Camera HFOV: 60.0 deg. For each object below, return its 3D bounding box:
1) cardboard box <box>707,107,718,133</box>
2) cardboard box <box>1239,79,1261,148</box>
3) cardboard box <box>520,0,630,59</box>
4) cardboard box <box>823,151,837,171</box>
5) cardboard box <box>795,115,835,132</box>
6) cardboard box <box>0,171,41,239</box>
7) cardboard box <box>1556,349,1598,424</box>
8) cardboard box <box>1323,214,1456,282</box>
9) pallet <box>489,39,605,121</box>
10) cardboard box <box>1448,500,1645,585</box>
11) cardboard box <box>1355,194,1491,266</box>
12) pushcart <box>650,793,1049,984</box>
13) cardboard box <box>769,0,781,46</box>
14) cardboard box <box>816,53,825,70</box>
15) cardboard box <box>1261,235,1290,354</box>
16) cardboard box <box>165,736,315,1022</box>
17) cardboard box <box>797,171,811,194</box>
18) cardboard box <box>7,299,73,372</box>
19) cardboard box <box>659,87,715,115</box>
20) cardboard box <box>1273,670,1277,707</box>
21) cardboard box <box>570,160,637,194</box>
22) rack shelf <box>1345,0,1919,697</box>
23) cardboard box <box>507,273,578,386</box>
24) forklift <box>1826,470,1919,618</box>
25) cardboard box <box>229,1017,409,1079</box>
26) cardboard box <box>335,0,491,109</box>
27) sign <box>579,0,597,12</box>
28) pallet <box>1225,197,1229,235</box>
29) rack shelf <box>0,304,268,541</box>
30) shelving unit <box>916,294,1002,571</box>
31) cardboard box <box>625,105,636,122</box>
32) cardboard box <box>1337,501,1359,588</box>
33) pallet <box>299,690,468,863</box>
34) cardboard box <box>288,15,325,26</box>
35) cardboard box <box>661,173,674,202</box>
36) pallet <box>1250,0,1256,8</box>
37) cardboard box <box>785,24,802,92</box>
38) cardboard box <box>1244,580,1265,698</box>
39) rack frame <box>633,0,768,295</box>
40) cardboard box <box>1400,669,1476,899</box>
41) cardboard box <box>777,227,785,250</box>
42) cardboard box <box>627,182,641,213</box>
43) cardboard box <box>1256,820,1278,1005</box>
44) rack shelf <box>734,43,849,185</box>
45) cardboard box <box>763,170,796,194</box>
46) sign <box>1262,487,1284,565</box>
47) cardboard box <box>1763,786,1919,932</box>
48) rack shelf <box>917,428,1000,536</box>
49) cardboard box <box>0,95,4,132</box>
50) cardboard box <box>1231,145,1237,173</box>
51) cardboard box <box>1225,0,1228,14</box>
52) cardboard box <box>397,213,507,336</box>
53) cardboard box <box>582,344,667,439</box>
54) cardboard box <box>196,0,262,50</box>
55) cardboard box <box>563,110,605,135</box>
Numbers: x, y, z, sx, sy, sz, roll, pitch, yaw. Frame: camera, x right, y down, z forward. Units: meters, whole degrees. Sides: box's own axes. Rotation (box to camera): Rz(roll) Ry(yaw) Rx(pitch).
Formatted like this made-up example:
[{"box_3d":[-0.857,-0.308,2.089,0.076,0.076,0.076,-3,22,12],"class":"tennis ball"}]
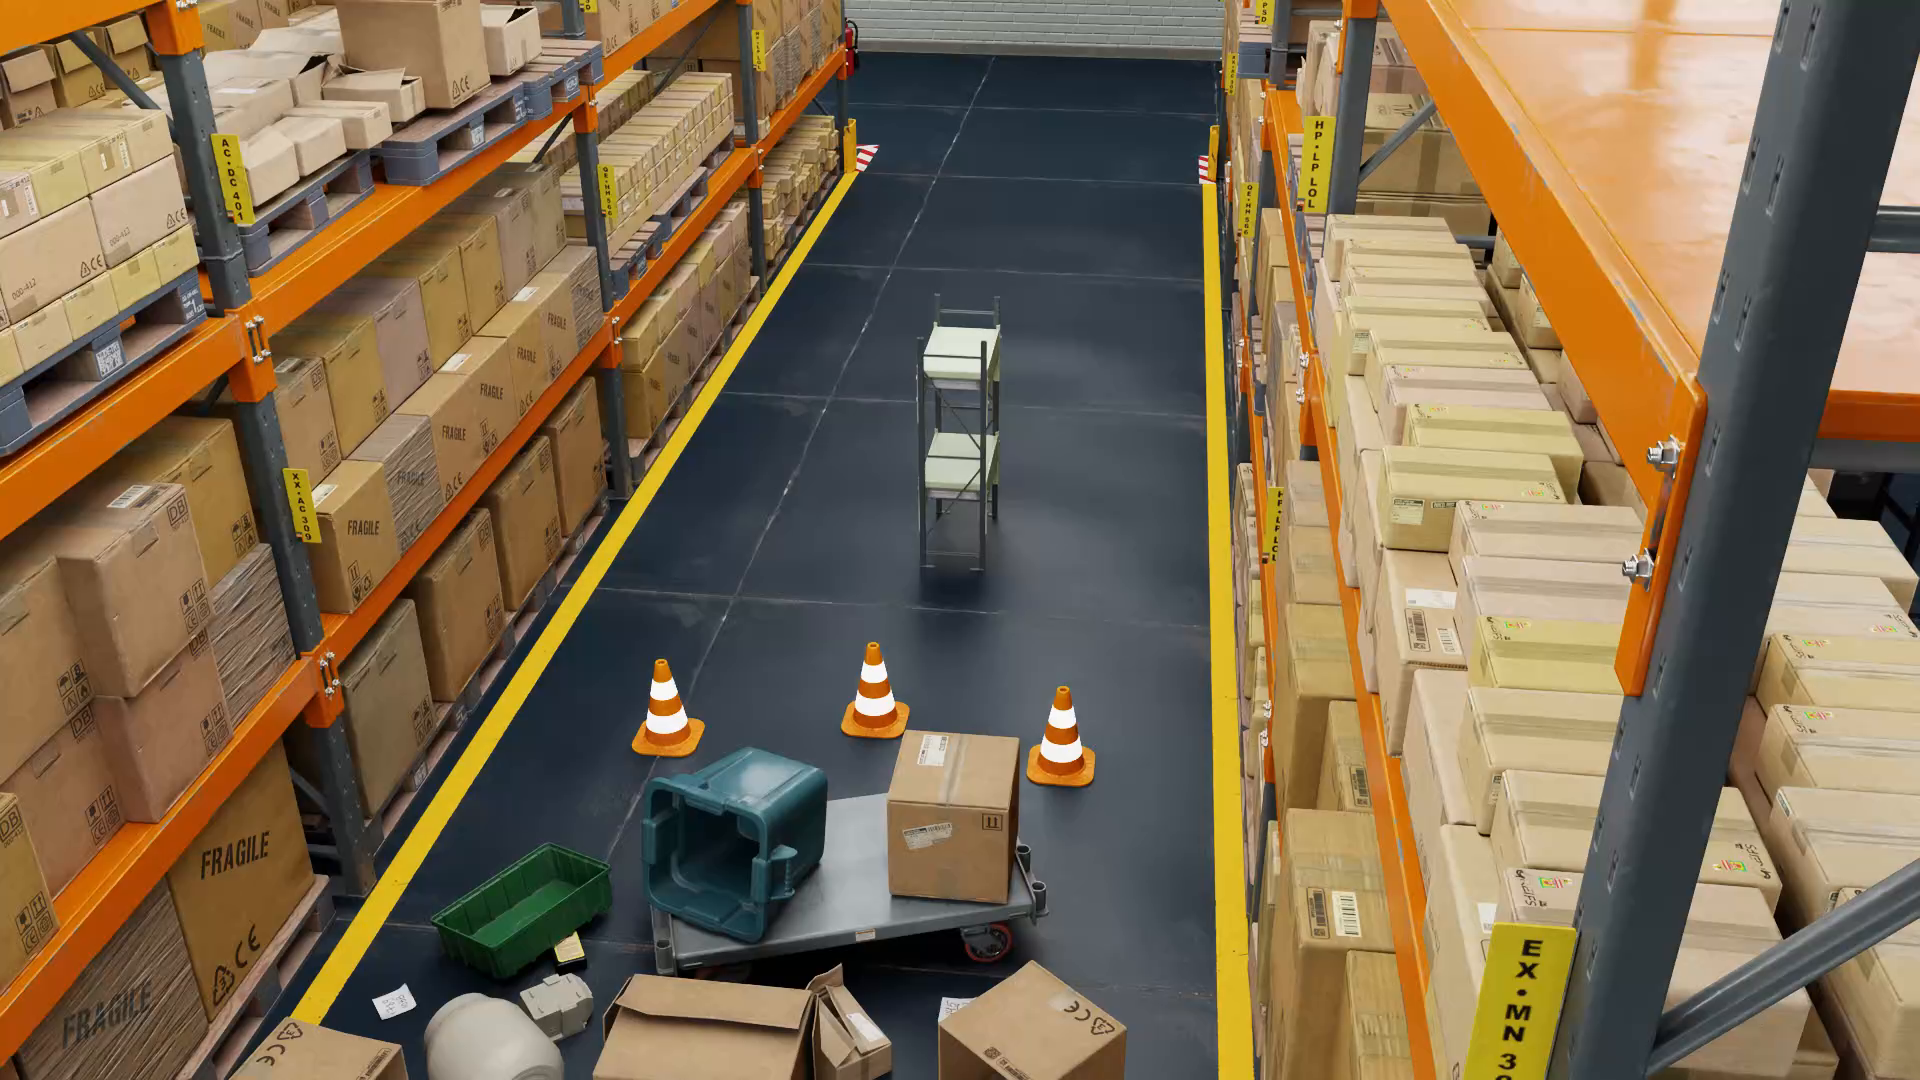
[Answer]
[{"box_3d":[-2.112,-3.282,12.980,0.380,0.149,0.250,5,29,8],"class":"cardboard box"},{"box_3d":[2.292,-3.093,11.961,0.500,0.500,0.500,3,28,5],"class":"cardboard box"},{"box_3d":[-2.351,-3.251,10.147,0.500,0.500,0.500,3,28,6],"class":"cardboard box"},{"box_3d":[-1.494,-3.942,17.260,0.380,0.149,0.250,4,29,8],"class":"cardboard box"},{"box_3d":[-1.518,-4.327,17.347,0.380,0.149,0.250,4,29,7],"class":"cardboard box"},{"box_3d":[-2.997,-0.995,4.940,0.380,0.149,0.250,4,29,7],"class":"cardboard box"},{"box_3d":[1.815,-0.418,4.418,0.380,0.149,0.250,3,28,5],"class":"cardboard box"},{"box_3d":[1.387,-0.942,5.390,0.380,0.149,0.250,3,28,5],"class":"cardboard box"},{"box_3d":[-2.712,-2.565,9.177,1.213,0.211,1.003,5,29,9],"class":"pallet"},{"box_3d":[1.268,0.042,3.563,0.380,0.149,0.250,3,28,5],"class":"cardboard box"},{"box_3d":[1.677,-1.233,6.222,0.500,0.250,0.500,3,28,5],"class":"cardboard box"},{"box_3d":[-0.519,1.535,7.295,1.648,0.377,0.936,-6,29,-11],"class":"pushcart"},{"box_3d":[-1.850,-4.575,14.398,0.500,0.500,0.500,3,28,5],"class":"cardboard box"},{"box_3d":[-1.556,-4.764,16.486,0.380,0.149,0.250,4,29,8],"class":"cardboard box"},{"box_3d":[1.898,-1.309,8.948,0.500,0.500,0.500,5,29,9],"class":"cardboard box"},{"box_3d":[-3.322,1.292,6.779,0.875,0.875,0.875,4,29,7],"class":"cardboard box"},{"box_3d":[-1.655,-3.455,16.042,0.380,0.149,0.250,4,29,7],"class":"cardboard box"},{"box_3d":[-2.995,-0.639,5.119,0.380,0.149,0.250,3,29,6],"class":"cardboard box"},{"box_3d":[-2.116,-3.404,12.893,0.380,0.149,0.250,2,28,5],"class":"cardboard box"},{"box_3d":[1.419,0.505,6.022,0.500,0.500,0.500,3,28,6],"class":"cardboard box"},{"box_3d":[-2.372,-2.418,11.062,0.380,0.149,0.250,3,28,6],"class":"cardboard box"},{"box_3d":[1.505,-0.892,3.472,1.077,0.370,4.000,3,28,6],"class":"rack shelf"},{"box_3d":[-2.537,-1.215,9.530,0.500,0.500,0.500,3,28,6],"class":"cardboard box"},{"box_3d":[4.736,-0.823,8.979,1.130,2.935,3.031,2,28,3],"class":"forklift"},{"box_3d":[-2.347,2.139,6.042,0.500,0.500,0.500,8,29,15],"class":"cardboard box"},{"box_3d":[-2.620,-2.393,8.004,0.500,0.500,0.500,3,28,6],"class":"cardboard box"},{"box_3d":[-2.136,-3.180,9.492,0.100,0.325,0.005,3,28,6],"class":"sign"},{"box_3d":[3.048,-2.978,15.847,1.003,0.211,1.213,3,28,6],"class":"pallet"},{"box_3d":[-3.420,0.187,4.628,1.077,0.370,4.000,3,28,6],"class":"rack shelf"},{"box_3d":[-0.001,-0.657,10.181,0.431,1.500,0.755,3,28,6],"class":"shelving unit"},{"box_3d":[-2.761,-3.319,13.049,0.380,0.149,0.250,4,29,7],"class":"cardboard box"},{"box_3d":[1.223,0.014,4.456,0.380,0.149,0.250,3,28,5],"class":"cardboard box"},{"box_3d":[-3.156,1.109,8.260,1.003,0.211,1.213,3,28,6],"class":"pallet"},{"box_3d":[-6.536,-5.078,16.650,0.500,0.250,0.500,2,28,4],"class":"cardboard box"},{"box_3d":[-2.270,-2.531,11.900,0.380,0.149,0.250,4,29,7],"class":"cardboard box"},{"box_3d":[2.400,-3.464,10.845,1.003,0.211,1.213,5,29,9],"class":"pallet"},{"box_3d":[-1.733,-4.378,15.087,0.500,0.500,0.500,3,28,5],"class":"cardboard box"},{"box_3d":[1.980,0.548,8.690,0.950,0.372,0.625,4,29,8],"class":"cardboard box"},{"box_3d":[-2.195,-3.516,13.907,1.000,3.000,0.127,3,28,6],"class":"rack frame"},{"box_3d":[1.131,0.494,3.144,0.500,0.250,0.500,3,28,6],"class":"cardboard box"},{"box_3d":[-1.799,-2.724,14.999,0.380,0.149,0.250,4,29,8],"class":"cardboard box"},{"box_3d":[-2.366,-2.308,11.173,0.380,0.149,0.250,2,28,5],"class":"cardboard box"},{"box_3d":[1.409,1.447,6.359,0.500,0.500,0.500,5,29,9],"class":"cardboard box"},{"box_3d":[-1.950,-4.141,15.825,1.077,0.370,4.000,3,28,6],"class":"rack shelf"},{"box_3d":[-1.751,-3.346,15.525,0.380,0.149,0.250,4,29,7],"class":"cardboard box"},{"box_3d":[1.198,-0.051,6.253,0.100,0.325,0.005,3,28,6],"class":"sign"},{"box_3d":[1.521,0.536,2.646,0.380,0.149,0.250,3,28,6],"class":"cardboard box"},{"box_3d":[-0.001,-0.370,10.335,0.431,0.370,0.720,3,28,6],"class":"rack shelf"},{"box_3d":[-7.407,-3.105,11.980,0.797,0.503,0.637,4,29,7],"class":"cardboard box"},{"box_3d":[2.414,-3.019,13.141,0.500,0.250,0.500,3,28,5],"class":"cardboard box"},{"box_3d":[2.878,-5.434,16.306,0.500,0.500,0.500,3,28,5],"class":"cardboard box"},{"box_3d":[-2.872,-1.427,8.869,0.700,0.500,0.500,3,28,5],"class":"cardboard box"},{"box_3d":[-2.346,-1.036,11.496,0.500,0.500,0.500,2,28,4],"class":"cardboard box"},{"box_3d":[-6.725,-4.689,15.137,0.500,0.500,0.500,3,28,6],"class":"cardboard box"},{"box_3d":[-2.857,-3.085,12.301,0.380,0.149,0.250,4,29,8],"class":"cardboard box"}]
